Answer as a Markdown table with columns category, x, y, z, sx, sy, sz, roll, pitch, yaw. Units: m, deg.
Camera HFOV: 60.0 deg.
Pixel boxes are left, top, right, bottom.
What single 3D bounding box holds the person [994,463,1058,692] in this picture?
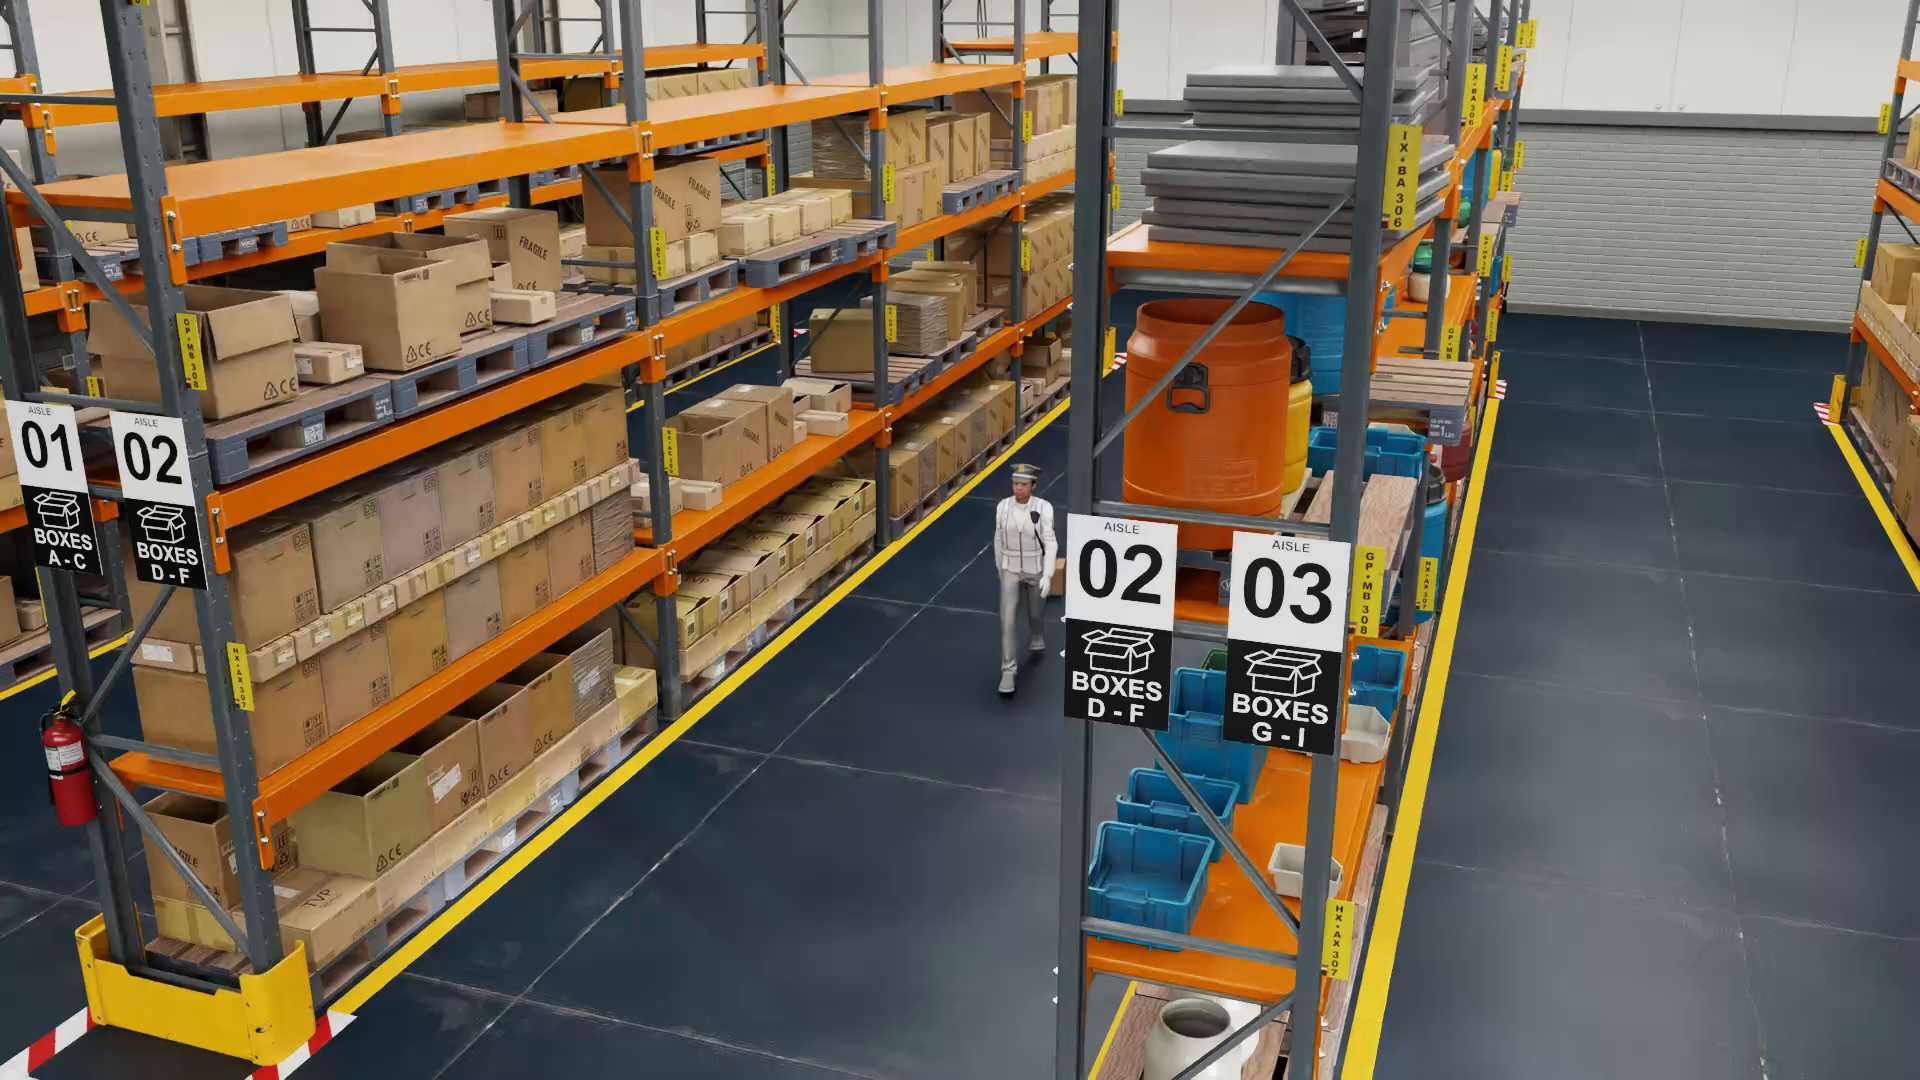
| category | x | y | z | sx | sy | sz | roll | pitch | yaw |
| --- | --- | --- | --- | --- | --- | --- | --- | --- | --- |
| person | 0.479 | 0.213 | 12.268 | 0.483 | 1.636 | 0.998 | 2 | 19 | 7 |
